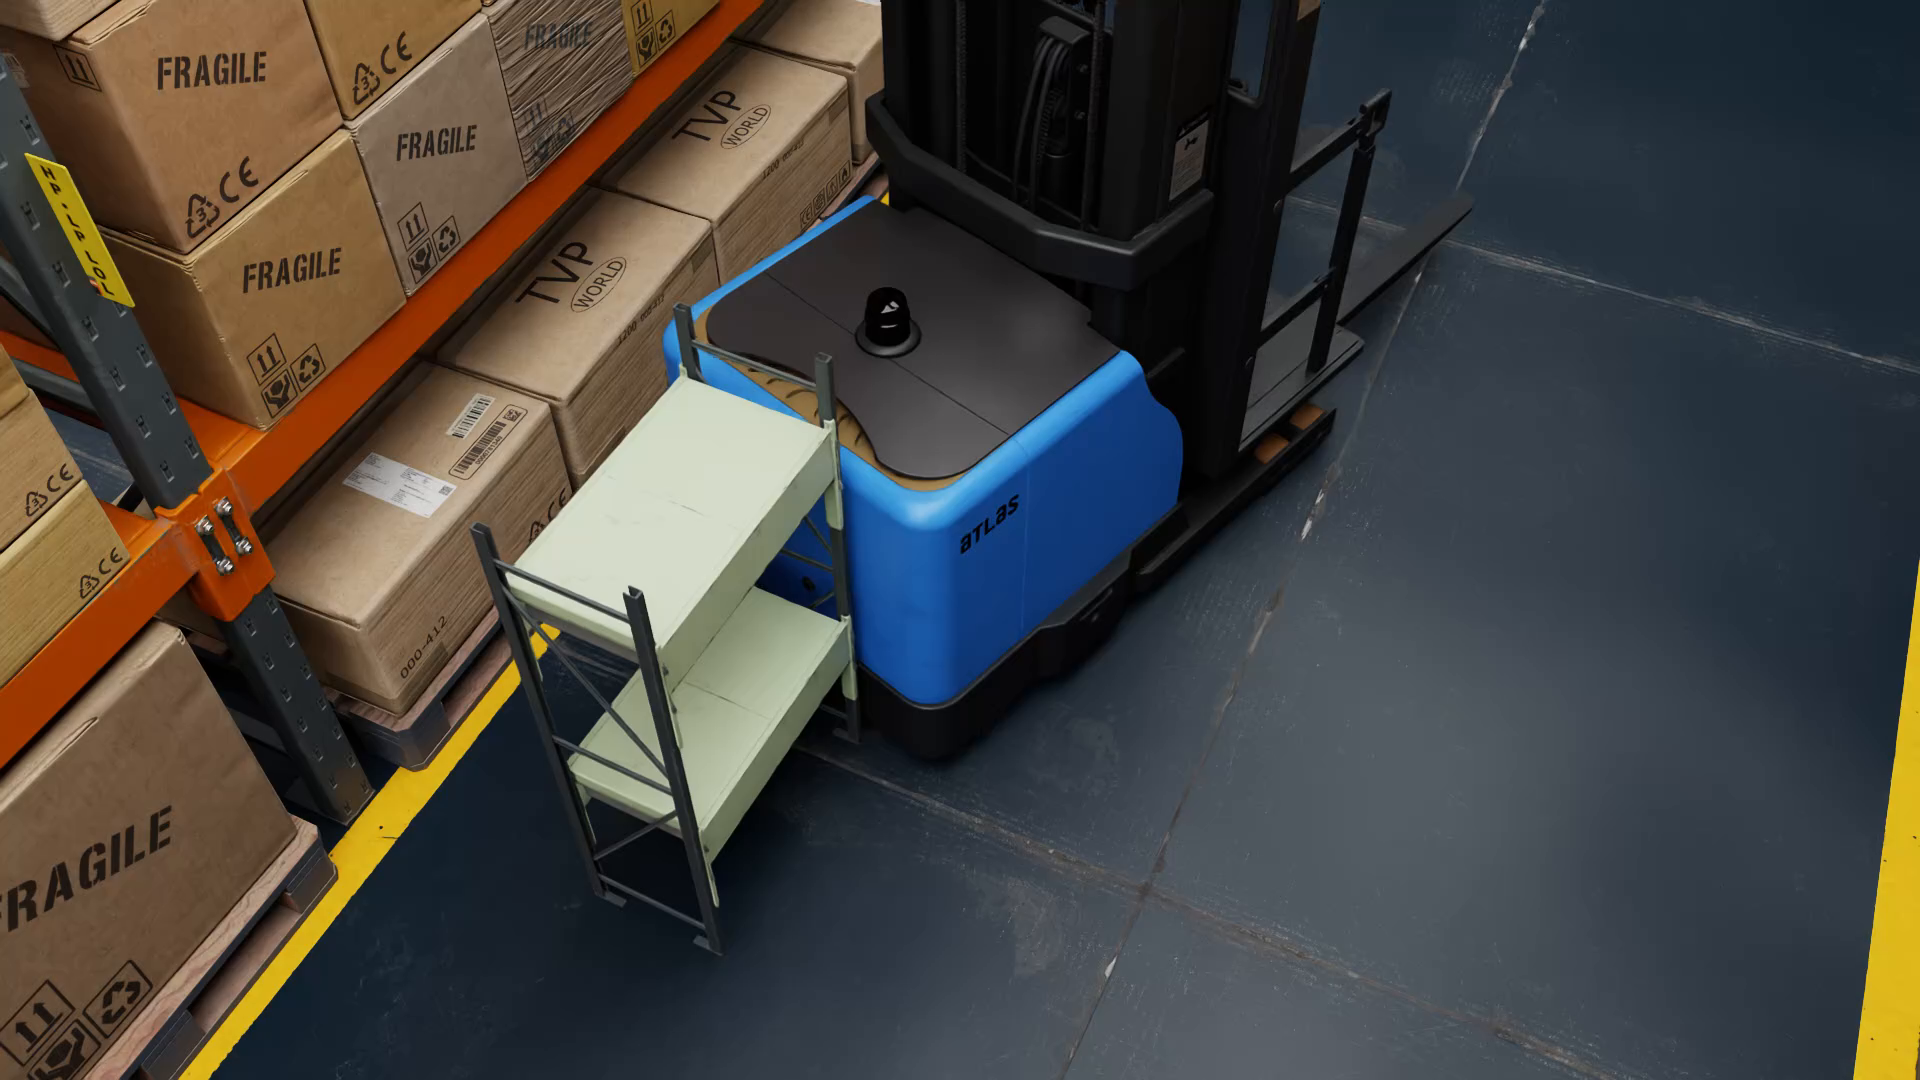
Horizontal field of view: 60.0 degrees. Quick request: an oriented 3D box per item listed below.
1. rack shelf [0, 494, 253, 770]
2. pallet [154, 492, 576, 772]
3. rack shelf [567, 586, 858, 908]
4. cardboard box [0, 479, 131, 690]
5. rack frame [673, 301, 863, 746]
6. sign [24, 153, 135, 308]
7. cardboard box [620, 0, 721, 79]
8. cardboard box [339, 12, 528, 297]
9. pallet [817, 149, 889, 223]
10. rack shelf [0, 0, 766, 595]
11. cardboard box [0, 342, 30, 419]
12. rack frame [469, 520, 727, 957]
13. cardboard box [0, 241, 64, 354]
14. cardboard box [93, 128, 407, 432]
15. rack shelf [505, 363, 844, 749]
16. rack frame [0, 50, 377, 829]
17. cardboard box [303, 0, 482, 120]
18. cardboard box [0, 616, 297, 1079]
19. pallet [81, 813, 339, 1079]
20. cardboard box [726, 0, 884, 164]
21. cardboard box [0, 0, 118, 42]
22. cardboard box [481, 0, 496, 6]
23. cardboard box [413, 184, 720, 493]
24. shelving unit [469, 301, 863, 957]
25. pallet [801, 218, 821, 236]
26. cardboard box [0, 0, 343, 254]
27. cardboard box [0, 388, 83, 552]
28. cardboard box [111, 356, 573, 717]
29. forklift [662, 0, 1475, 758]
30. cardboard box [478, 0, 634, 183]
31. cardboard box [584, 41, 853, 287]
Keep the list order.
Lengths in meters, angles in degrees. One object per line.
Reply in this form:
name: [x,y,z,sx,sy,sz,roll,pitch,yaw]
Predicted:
rack shelf: [-2.963,1.226,2.709,1.077,0.370,4.000,20,52,16]
pallet: [-1.713,0.021,5.093,1.003,0.211,1.213,20,52,16]
rack shelf: [-0.627,0.486,4.280,0.431,0.370,0.720,21,53,17]
cardboard box: [-2.072,0.055,3.332,0.500,0.250,0.500,19,52,15]
rack frame: [-0.461,0.026,4.243,0.400,1.500,0.023,21,53,17]
sign: [-1.614,-0.564,3.052,0.100,0.325,0.005,20,52,16]
cardboard box: [-1.014,-1.695,4.657,0.500,0.500,0.500,21,53,17]
cardboard box: [-1.453,-1.000,4.065,0.500,0.500,0.500,20,53,16]
pallet: [-0.671,-1.659,6.523,1.003,0.211,1.213,20,52,16]
rack shelf: [-1.254,-1.528,5.053,1.077,0.370,4.000,20,52,16]
cardboard box: [-2.073,-0.351,2.857,0.500,0.500,0.500,21,53,17]
rack frame: [-0.792,0.523,3.820,0.400,1.500,0.023,21,53,17]
cardboard box: [-2.142,-0.819,3.912,0.500,0.500,0.500,20,53,16]
cardboard box: [-1.672,-0.654,3.772,0.500,0.500,0.500,21,53,17]
rack shelf: [-0.627,0.021,3.735,0.431,0.370,0.720,21,53,17]
rack frame: [-2.109,-0.384,3.607,1.000,3.000,0.127,20,52,16]
cardboard box: [-1.465,-1.335,3.695,0.500,0.500,0.500,19,52,16]
cardboard box: [-2.301,0.621,3.871,0.875,0.875,0.875,21,53,17]
pallet: [-2.370,1.075,4.196,1.003,0.211,1.213,20,52,16]
cardboard box: [-0.591,-1.957,6.352,0.875,0.438,0.875,18,52,15]
cardboard box: [-1.739,-1.084,3.054,0.380,0.149,0.250,19,52,16]
cardboard box: [-1.236,-1.684,3.992,0.500,0.500,0.500,21,53,17]
cardboard box: [-1.362,-0.704,5.286,0.875,0.438,0.875,18,52,15]
shelving unit: [-0.627,0.274,4.032,0.431,1.500,0.755,21,53,17]
pallet: [-1.193,-0.822,5.811,1.003,0.211,1.213,20,52,16]
cardboard box: [-1.686,-0.990,3.400,0.500,0.500,0.500,20,53,16]
cardboard box: [-2.077,-0.115,3.148,0.500,0.250,0.500,20,52,16]
cardboard box: [-1.744,-0.087,4.761,0.875,0.438,0.875,19,52,16]
forklift: [0.582,-1.373,4.494,1.130,2.935,3.031,36,58,26]
cardboard box: [-1.235,-1.340,4.355,0.500,0.500,0.500,20,53,16]
cardboard box: [-0.975,-1.324,5.814,0.875,0.438,0.875,21,53,17]
